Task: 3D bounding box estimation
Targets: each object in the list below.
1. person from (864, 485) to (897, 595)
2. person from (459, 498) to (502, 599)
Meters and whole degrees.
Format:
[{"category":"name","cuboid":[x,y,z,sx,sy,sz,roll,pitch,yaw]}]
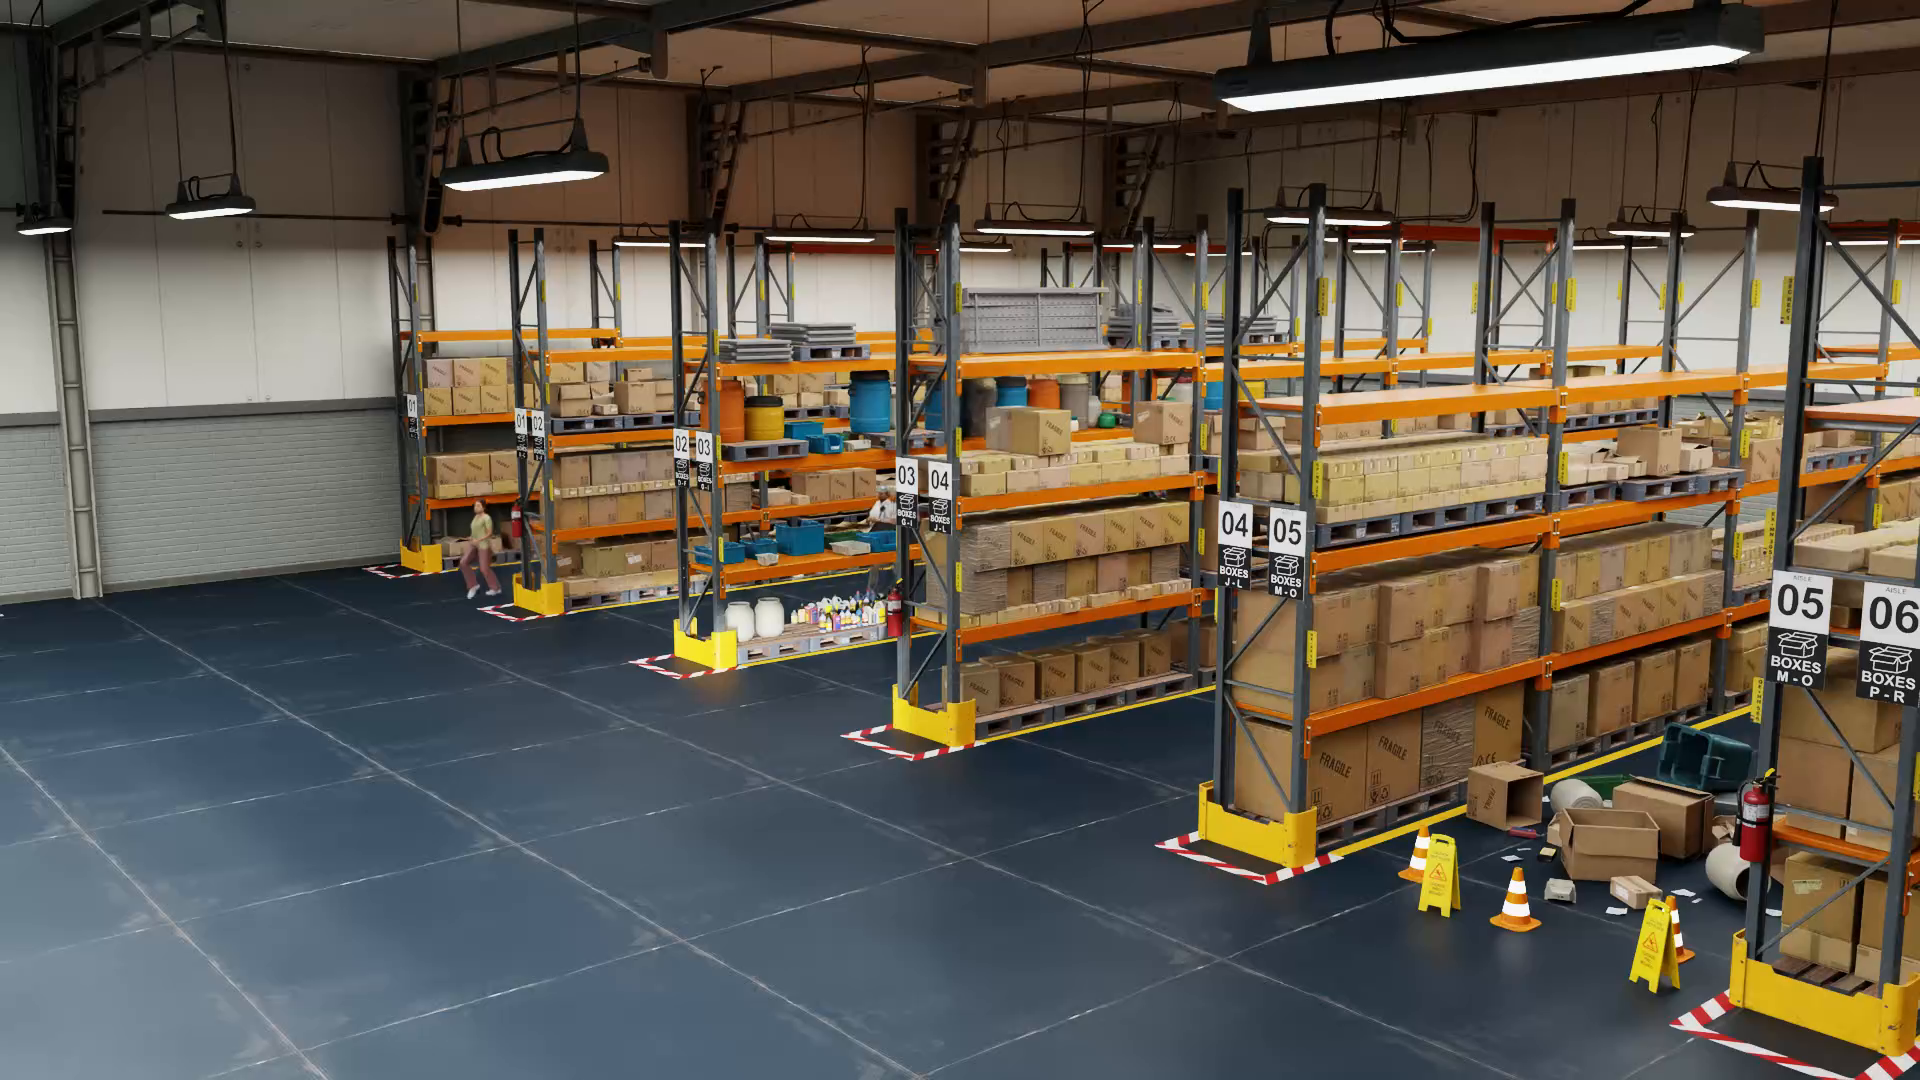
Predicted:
[{"category":"person","cuboid":[-1.213,0.002,26.487,0.579,1.764,0.728,8,12,41]},{"category":"person","cuboid":[-7.901,0.142,27.451,0.589,1.674,0.668,8,12,42]}]
